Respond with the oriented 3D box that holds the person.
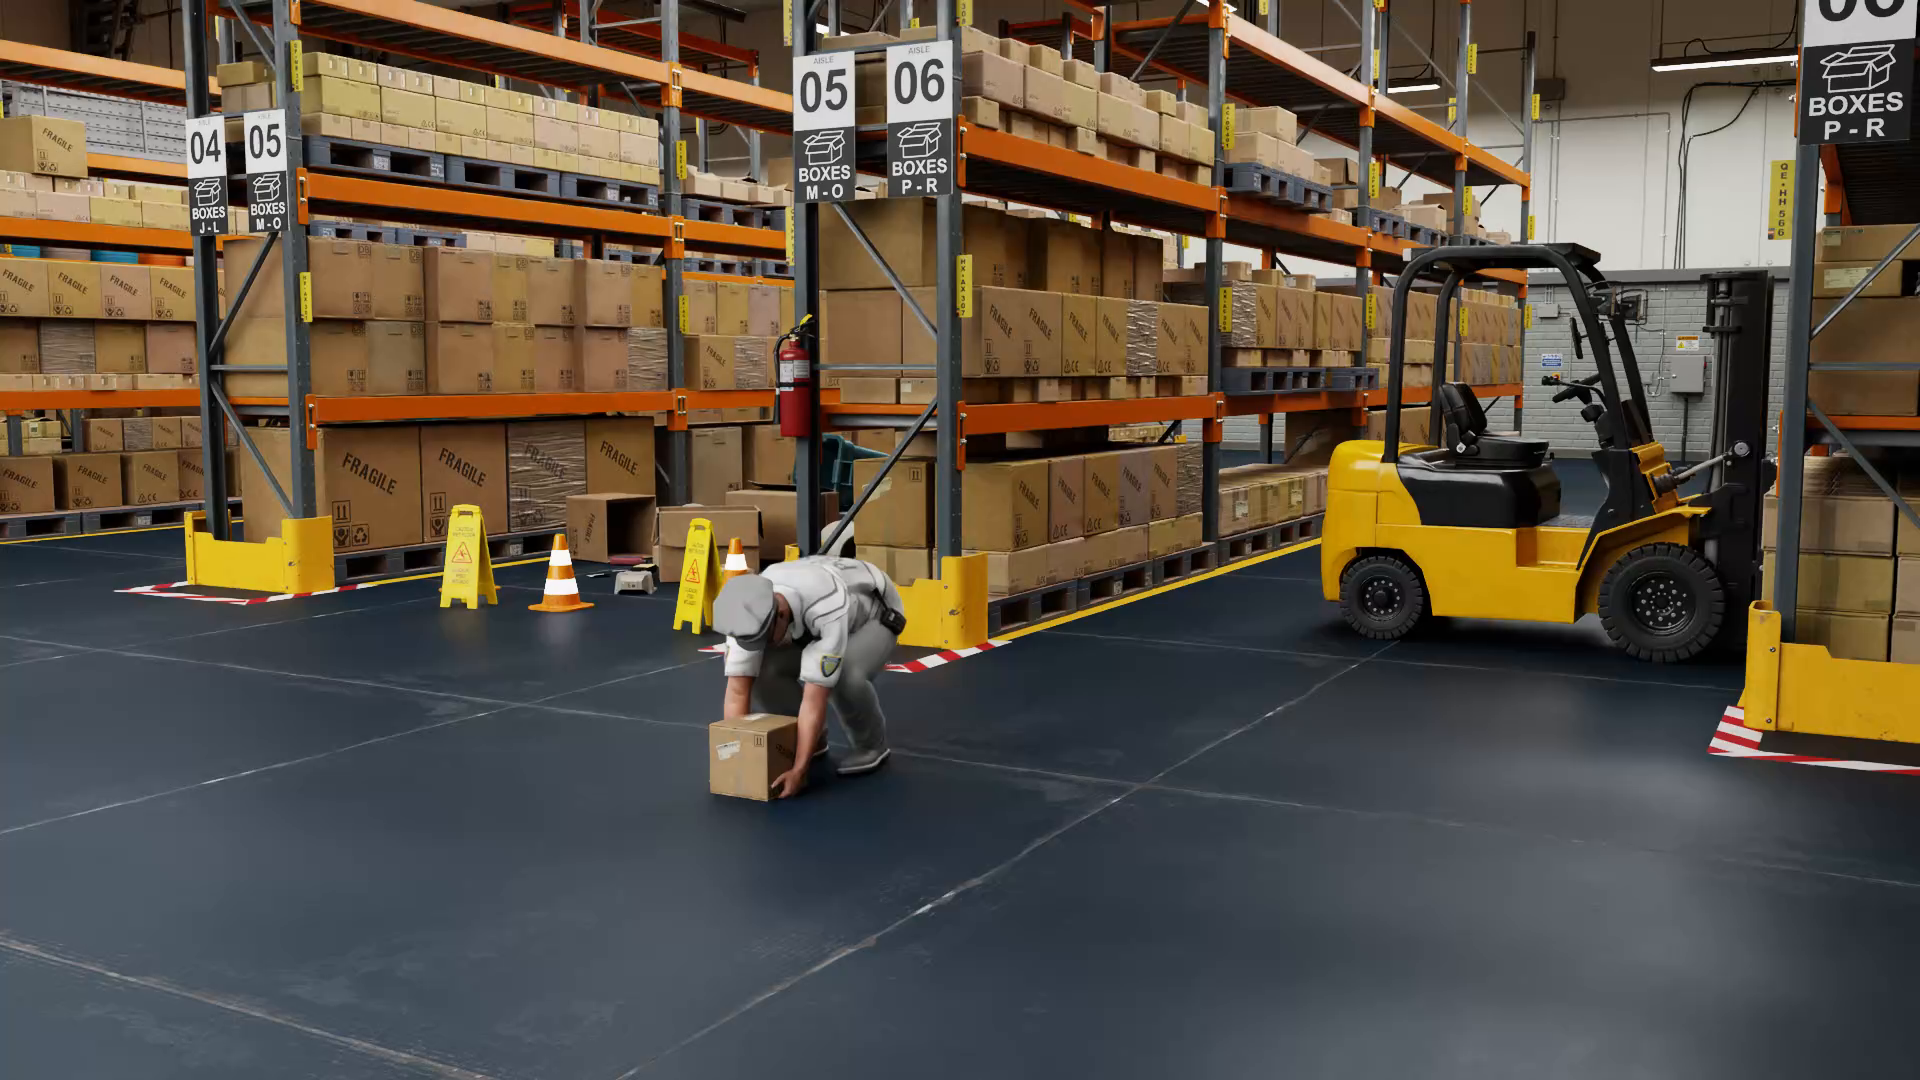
[{"bbox_3d":[-0.569,0.484,6.154,0.522,0.819,1.028,3,7,27],"label":"person"}]
